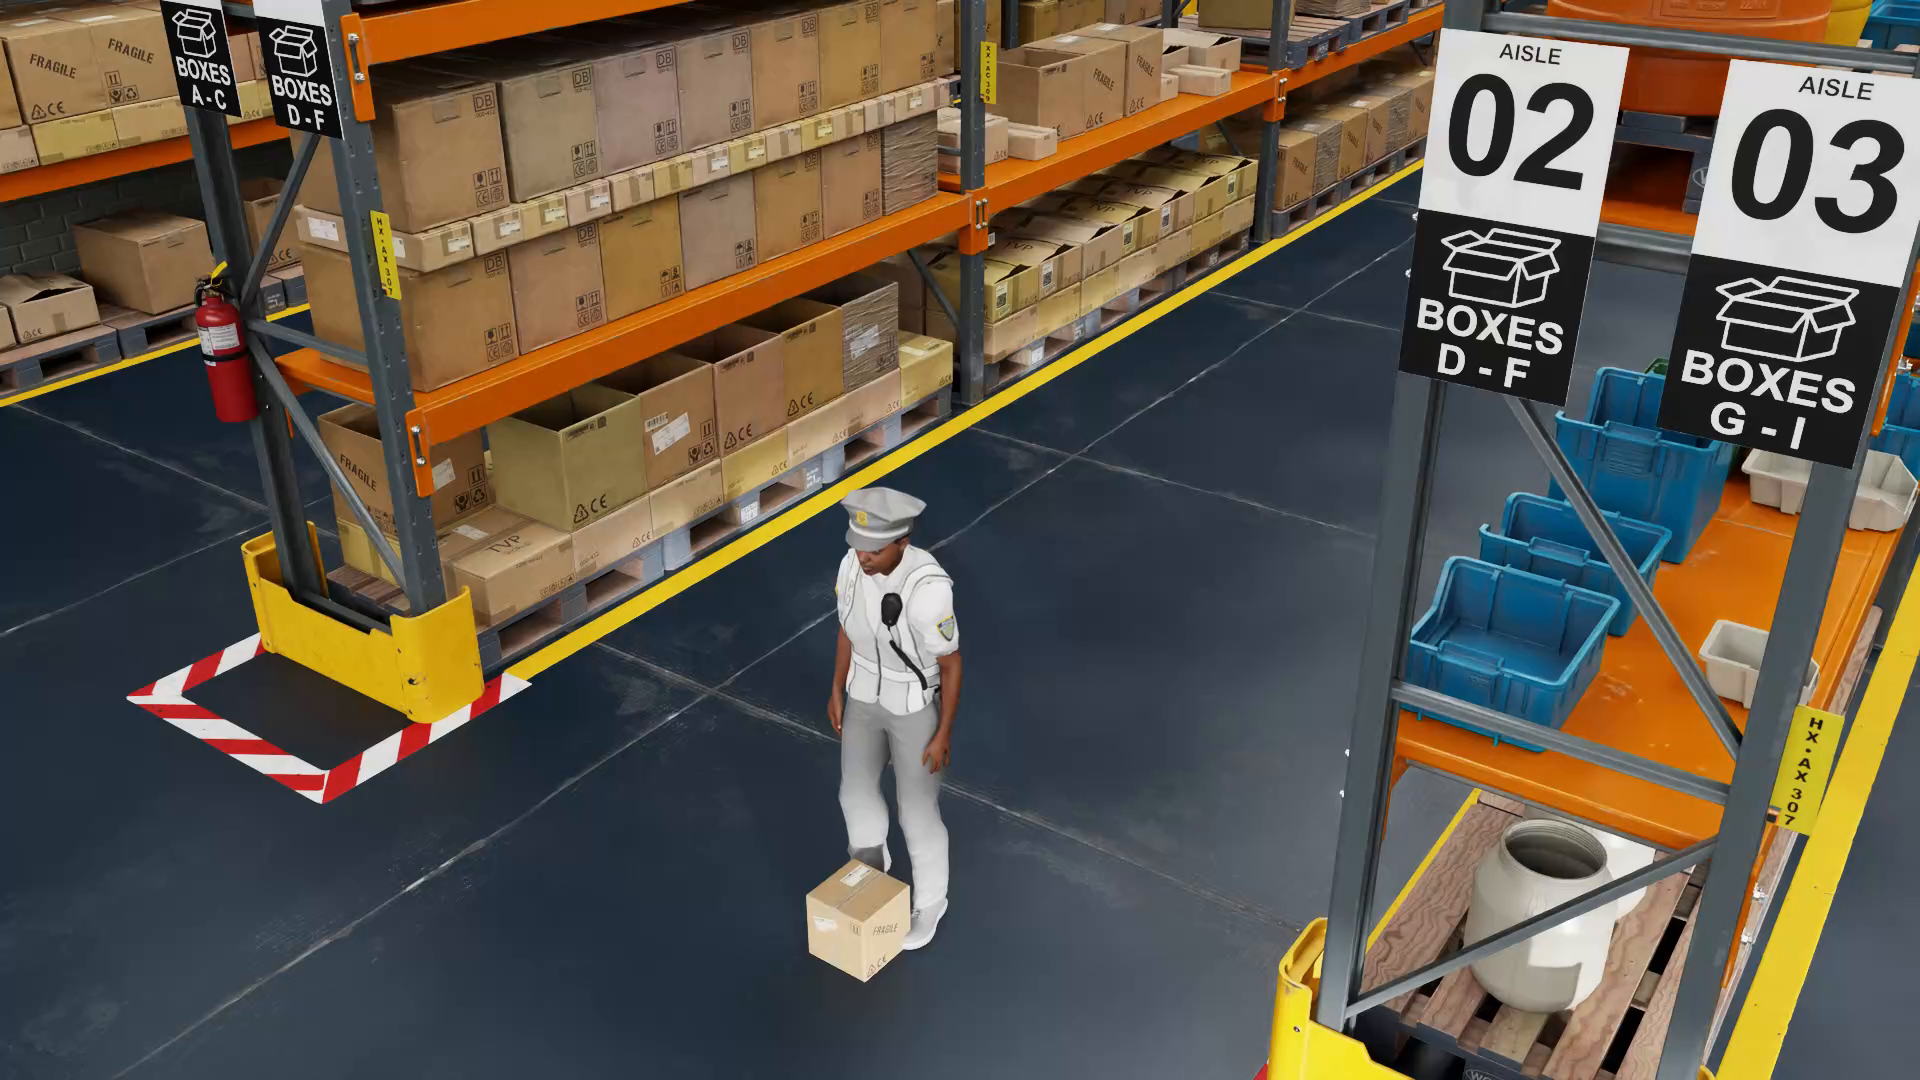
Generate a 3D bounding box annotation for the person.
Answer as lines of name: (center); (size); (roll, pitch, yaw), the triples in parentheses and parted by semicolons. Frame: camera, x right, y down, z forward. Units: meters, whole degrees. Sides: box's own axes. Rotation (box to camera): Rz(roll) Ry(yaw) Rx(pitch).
person: (-0.223, 0.569, 5.506); (0.505, 1.659, 0.393); (18, 32, 31)
